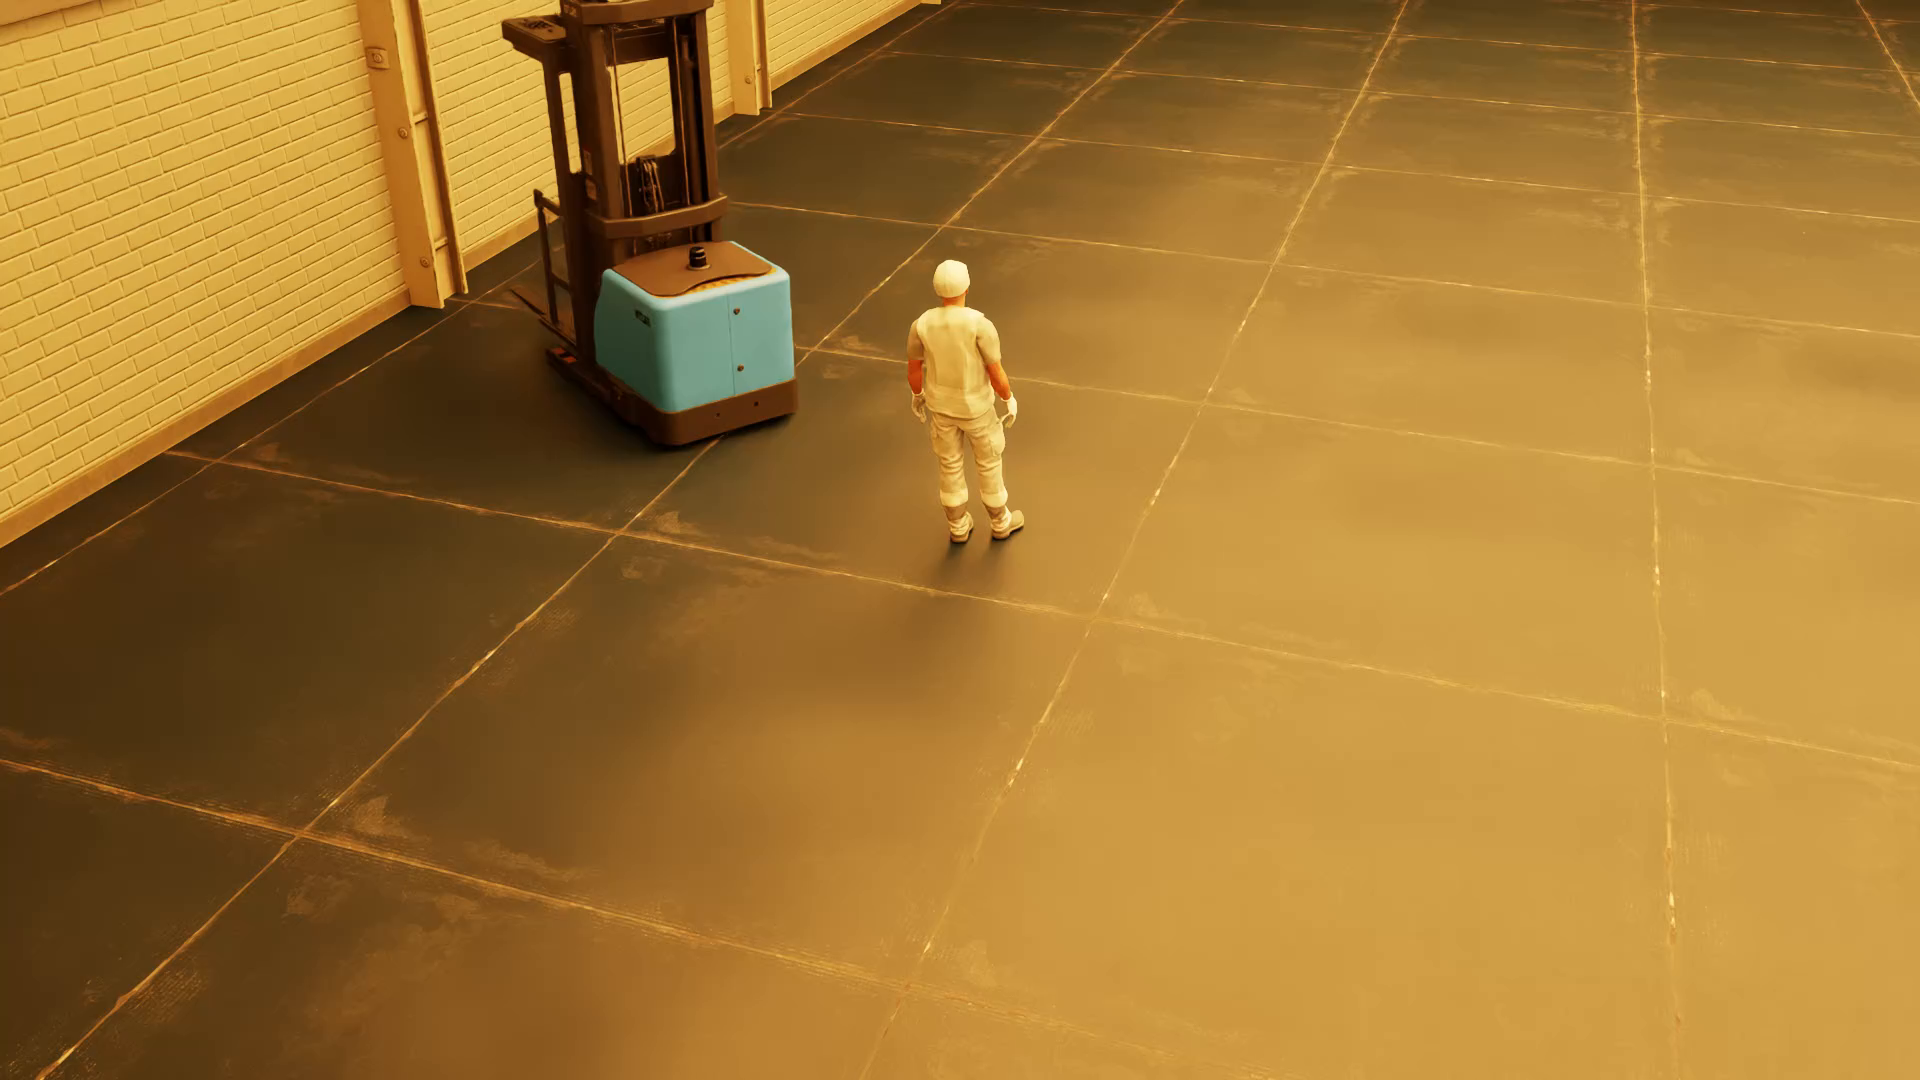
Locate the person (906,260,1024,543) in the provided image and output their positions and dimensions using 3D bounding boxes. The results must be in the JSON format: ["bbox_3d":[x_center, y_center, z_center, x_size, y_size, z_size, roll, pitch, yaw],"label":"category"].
[{"bbox_3d":[0.038,-0.819,9.711,0.637,1.787,0.564,10,31,16],"label":"person"}]

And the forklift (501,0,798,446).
[{"bbox_3d":[-2.399,-2.575,11.654,1.130,2.935,3.031,-20,35,-31],"label":"forklift"}]
